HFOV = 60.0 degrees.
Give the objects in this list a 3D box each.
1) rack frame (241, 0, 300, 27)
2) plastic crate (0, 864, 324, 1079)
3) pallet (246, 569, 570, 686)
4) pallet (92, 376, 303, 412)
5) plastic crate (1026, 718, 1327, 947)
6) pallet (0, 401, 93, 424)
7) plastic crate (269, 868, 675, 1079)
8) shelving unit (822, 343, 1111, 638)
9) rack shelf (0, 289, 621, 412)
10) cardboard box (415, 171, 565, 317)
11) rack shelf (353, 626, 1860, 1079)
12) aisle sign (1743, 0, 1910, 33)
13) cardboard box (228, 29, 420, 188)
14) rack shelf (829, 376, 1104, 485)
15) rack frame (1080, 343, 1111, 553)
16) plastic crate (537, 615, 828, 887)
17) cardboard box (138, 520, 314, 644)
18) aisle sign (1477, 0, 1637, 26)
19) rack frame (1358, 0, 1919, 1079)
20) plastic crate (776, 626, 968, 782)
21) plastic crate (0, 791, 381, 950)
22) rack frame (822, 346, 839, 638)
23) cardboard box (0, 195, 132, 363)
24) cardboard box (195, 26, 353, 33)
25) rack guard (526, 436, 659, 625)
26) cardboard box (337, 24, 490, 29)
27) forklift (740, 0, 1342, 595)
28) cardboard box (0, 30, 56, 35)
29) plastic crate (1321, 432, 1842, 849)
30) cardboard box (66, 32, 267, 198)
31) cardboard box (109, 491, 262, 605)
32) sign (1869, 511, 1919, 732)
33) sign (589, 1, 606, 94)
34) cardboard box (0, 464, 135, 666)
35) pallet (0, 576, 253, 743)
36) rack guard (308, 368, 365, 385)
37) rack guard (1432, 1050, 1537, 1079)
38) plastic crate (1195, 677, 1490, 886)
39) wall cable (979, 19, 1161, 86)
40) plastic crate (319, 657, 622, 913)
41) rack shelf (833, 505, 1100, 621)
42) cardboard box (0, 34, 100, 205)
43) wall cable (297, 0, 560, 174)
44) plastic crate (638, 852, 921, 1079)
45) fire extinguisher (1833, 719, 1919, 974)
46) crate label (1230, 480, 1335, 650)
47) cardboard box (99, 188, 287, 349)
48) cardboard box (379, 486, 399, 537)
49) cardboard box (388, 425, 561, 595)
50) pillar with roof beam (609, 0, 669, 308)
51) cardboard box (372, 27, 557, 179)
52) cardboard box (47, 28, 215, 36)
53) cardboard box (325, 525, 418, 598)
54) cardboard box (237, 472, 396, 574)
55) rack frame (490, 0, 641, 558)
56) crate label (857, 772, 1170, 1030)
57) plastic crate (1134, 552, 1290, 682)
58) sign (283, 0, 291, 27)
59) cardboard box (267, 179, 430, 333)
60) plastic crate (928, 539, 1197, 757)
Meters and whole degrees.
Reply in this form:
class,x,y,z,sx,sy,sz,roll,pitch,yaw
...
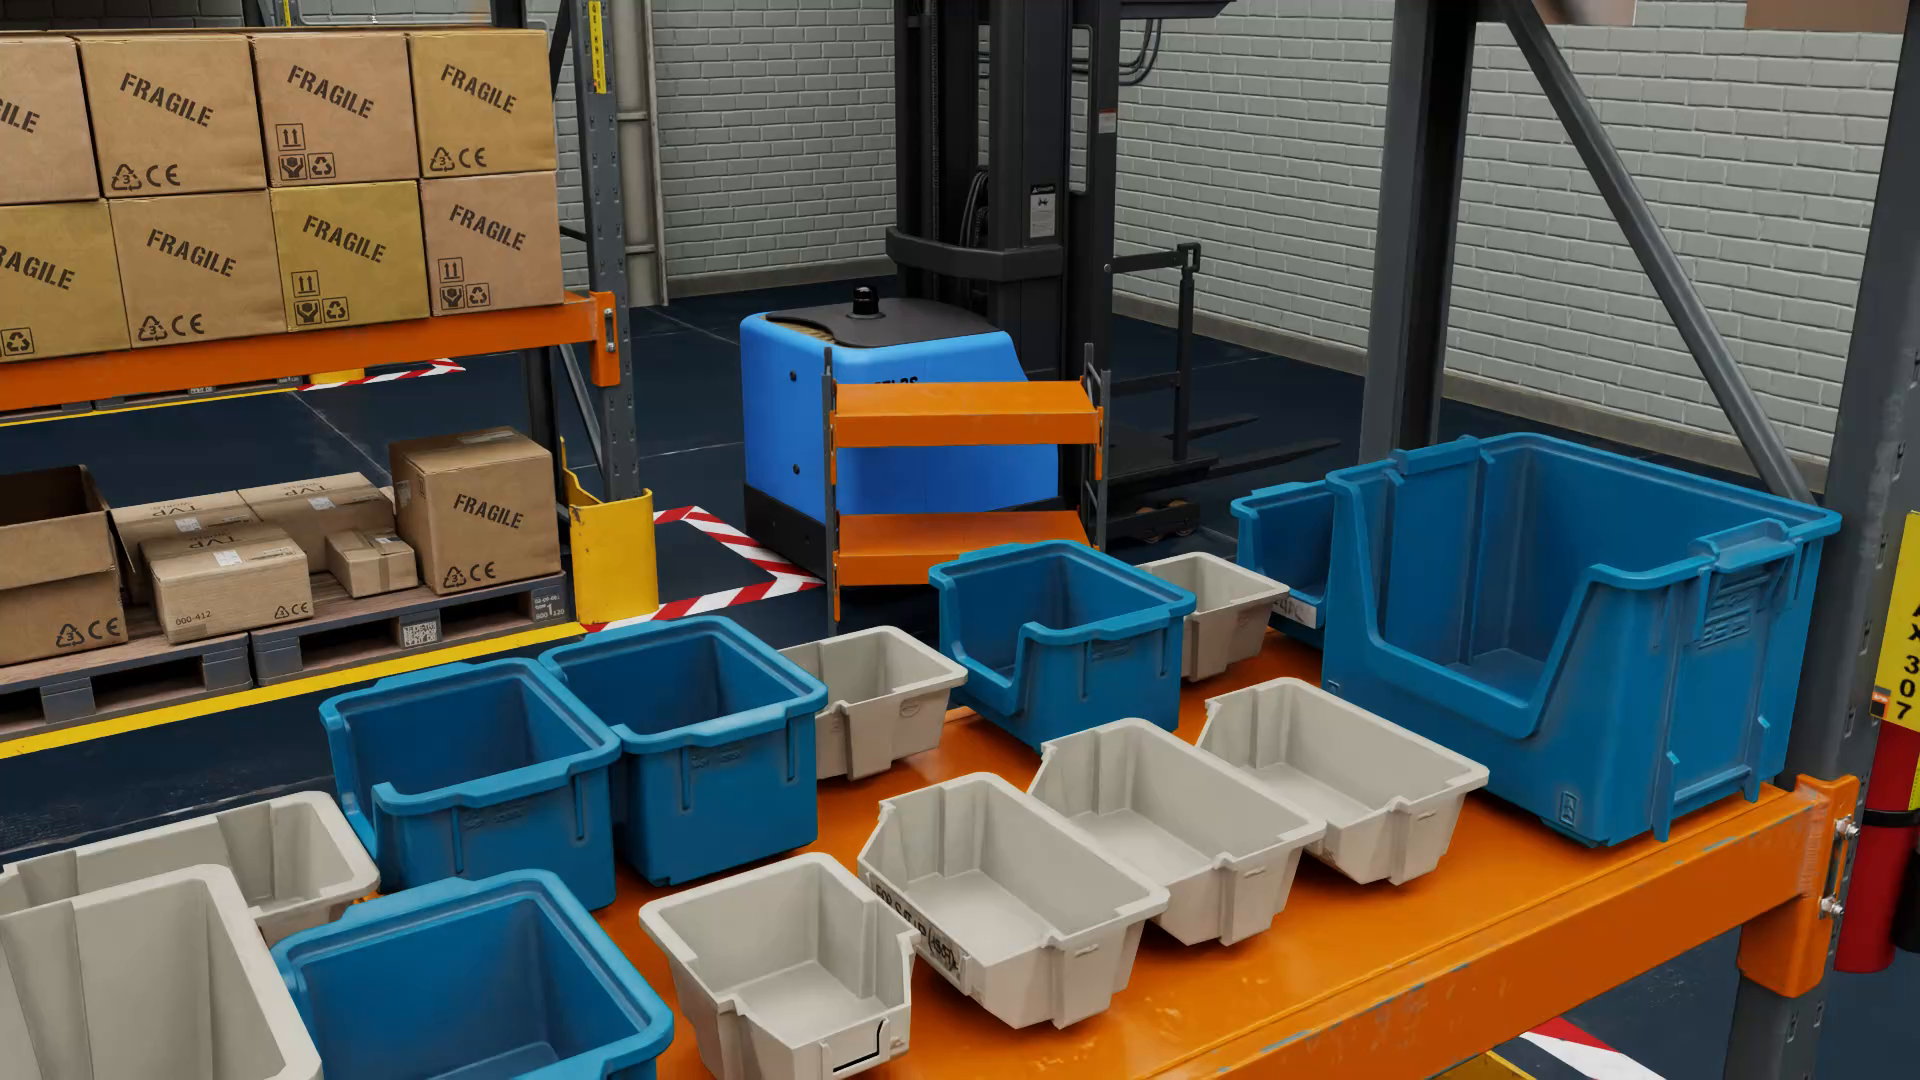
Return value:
class,x,y,z,sx,sy,sz,roll,pitch,yaw
rack frame,-4.353,-2.593,10.731,0.127,3.000,1.000,-12,22,-31
plastic crate,-0.868,0.570,1.468,0.530,0.282,0.437,-12,22,-31
pallet,-2.354,0.207,6.805,1.213,0.211,1.003,-12,22,-31
pallet,-4.977,-1.110,10.699,1.213,0.211,1.003,-12,22,-31
plastic crate,0.265,0.393,2.218,0.243,0.136,0.396,-12,22,-31
pallet,-5.995,-0.897,10.067,1.213,0.211,1.003,-12,22,-31
plastic crate,-0.478,0.538,1.637,0.300,0.233,0.416,-12,22,-31
shelving unit,0.010,-0.148,6.427,1.048,1.125,0.538,-1,19,-3
rack shelf,-3.295,-0.576,5.887,4.000,0.370,1.077,-12,22,-31
cardboard box,-1.849,-1.164,6.349,0.500,0.500,0.500,-11,22,-30
rack shelf,-0.574,0.750,1.966,4.000,0.370,1.077,-12,22,-31
aisle sign,1.317,-1.109,2.282,0.004,0.787,0.394,-12,22,-31
cardboard box,-2.267,-1.548,5.924,0.500,0.500,0.500,-11,22,-30
rack shelf,0.010,-0.426,6.334,1.000,0.278,0.538,-1,19,-3
rack frame,0.518,-0.158,6.456,0.032,1.125,0.500,-1,19,-3
plastic crate,-0.391,0.295,2.356,0.300,0.233,0.416,-12,22,-31
cardboard box,-2.754,0.147,6.234,0.500,0.250,0.500,-12,22,-31
aisle sign,0.993,-1.267,2.749,0.004,0.787,0.394,-12,22,-31
rack frame,1.098,0.058,2.890,0.053,2.616,0.949,-12,22,-31
plastic crate,-0.171,0.263,2.602,0.298,0.136,0.250,-12,22,-31
plastic crate,-0.956,0.471,1.986,0.466,0.136,0.293,-12,22,-31
rack frame,-0.497,-0.139,6.398,0.032,1.125,0.500,-1,19,-3
cardboard box,-3.121,-0.897,5.558,0.500,0.500,0.500,-12,22,-32
cardboard box,-2.573,-1.688,6.337,0.500,0.500,0.500,-12,22,-31
rack guard,-1.688,-0.071,7.174,0.348,0.500,1.175,-12,22,-31
cardboard box,-2.141,-1.782,6.615,0.500,0.500,0.500,-11,22,-30
forklift,0.523,-1.501,7.608,3.031,2.935,1.130,-12,22,-32
cardboard box,-3.417,-1.511,5.814,0.500,0.500,0.500,-12,22,-32
plastic crate,0.919,0.121,2.555,0.499,0.435,0.616,-12,22,-31
cardboard box,-2.697,-1.456,5.650,0.500,0.500,0.500,-11,22,-30
cardboard box,-3.070,0.022,6.604,0.500,0.250,0.500,-12,22,-31
sign,1.412,0.124,2.440,0.005,0.325,0.100,-12,22,-31
sign,-1.337,-1.815,6.128,0.005,0.325,0.100,-12,22,-31
cardboard box,-3.399,0.078,6.042,0.637,0.503,0.797,-12,22,-31
pallet,-3.372,0.420,6.173,1.213,0.211,1.003,-12,22,-31
rack guard,-4.332,-1.413,11.144,0.348,0.500,1.175,-12,22,-31
rack guard,1.109,1.233,3.316,0.348,0.500,1.175,-12,22,-31
plastic crate,0.515,0.346,2.357,0.243,0.136,0.396,-12,22,-31
wall cable,0.568,-4.865,12.932,0.112,2.526,3.097,-12,22,-31
plastic crate,-0.641,0.348,2.199,0.300,0.233,0.416,-12,22,-31
rack shelf,0.010,0.083,6.506,1.000,0.278,0.538,-1,19,-3
cardboard box,-3.126,-1.365,5.383,0.500,0.500,0.500,-11,22,-30
wall cable,-3.803,-3.553,11.984,1.851,1.984,0.084,-12,22,-31
plastic crate,-0.192,0.505,1.884,0.250,0.136,0.298,-12,22,-31
fire extinguisher,1.472,0.365,2.684,0.183,0.674,0.296,-12,22,-31
crate label,0.709,0.063,3.042,0.303,0.233,0.416,-12,22,-31
cardboard box,-2.700,-0.986,5.820,0.500,0.500,0.500,-12,22,-31
cardboard box,-2.373,-0.109,7.120,0.250,0.166,0.380,-12,22,-31
cardboard box,-1.944,-0.131,6.665,0.500,0.500,0.500,-12,22,-31
pillar with roof beam,-0.206,-4.990,8.455,0.400,9.000,9.100,-12,22,-31
cardboard box,-1.845,-1.638,6.188,0.500,0.500,0.500,-12,22,-32
cardboard box,-2.994,-1.601,6.080,0.500,0.500,0.500,-12,22,-31
cardboard box,-2.331,0.074,6.579,0.250,0.166,0.380,-12,22,-31
cardboard box,-2.653,-0.066,6.864,0.500,0.250,0.500,-12,22,-31
rack frame,-1.625,-1.269,6.814,0.127,3.000,1.000,-12,22,-31
crate label,0.045,0.448,2.053,0.243,0.136,0.396,-12,22,-31
plastic crate,0.395,0.143,2.955,0.298,0.136,0.250,-12,22,-31
sign,-4.066,-3.106,10.071,0.005,0.325,0.100,-12,22,-31
cardboard box,-2.281,-1.072,6.076,0.500,0.500,0.500,-12,22,-31
plastic crate,0.159,0.179,2.699,0.300,0.233,0.416,-12,22,-31
